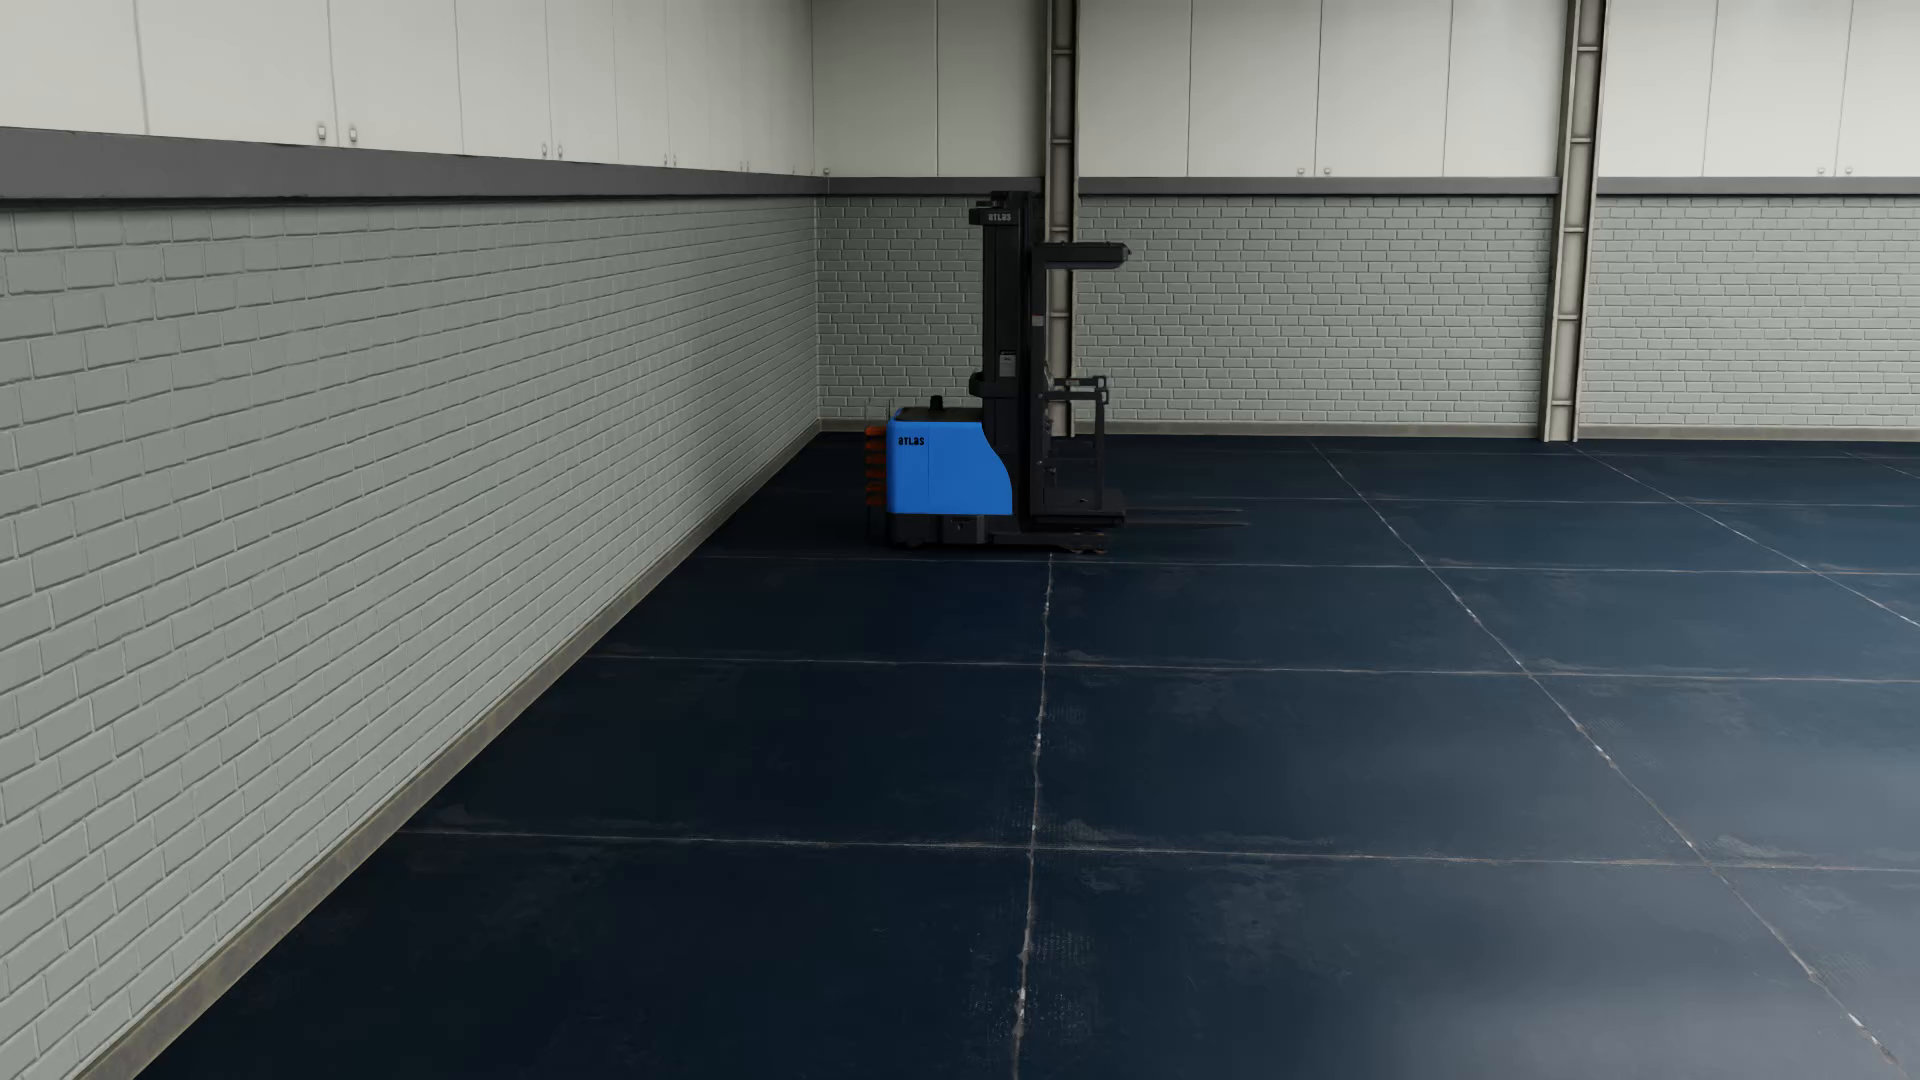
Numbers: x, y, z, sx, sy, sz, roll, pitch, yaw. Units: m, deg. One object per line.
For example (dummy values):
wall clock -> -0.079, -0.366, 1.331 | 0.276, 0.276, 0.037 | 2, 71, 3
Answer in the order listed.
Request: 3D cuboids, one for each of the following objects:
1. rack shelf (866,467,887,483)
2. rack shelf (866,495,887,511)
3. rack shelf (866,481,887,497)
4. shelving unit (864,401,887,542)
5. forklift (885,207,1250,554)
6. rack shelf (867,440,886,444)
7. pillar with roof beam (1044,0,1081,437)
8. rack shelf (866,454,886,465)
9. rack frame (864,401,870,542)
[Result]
rack shelf -> -0.700, -0.553, 14.199 | 0.180, 0.103, 0.258 | 1, 12, 4
rack shelf -> -0.700, -0.318, 14.248 | 0.180, 0.103, 0.258 | 1, 12, 4
rack shelf -> -0.700, -0.436, 14.224 | 0.180, 0.103, 0.258 | 1, 12, 4
shelving unit -> -0.702, -0.597, 14.190 | 0.184, 1.200, 0.258 | 1, 12, 4
forklift -> 0.915, -1.369, 13.984 | 3.031, 2.797, 1.129 | 1, 12, 4
rack shelf -> -0.700, -0.815, 14.144 | 0.171, 0.034, 0.221 | 1, 12, 4
pillar with roof beam -> 0.924, -4.817, 15.317 | 0.400, 9.000, 9.100 | 1, 12, 4
rack shelf -> -0.700, -0.671, 14.174 | 0.180, 0.103, 0.258 | 1, 12, 4
rack frame -> -0.791, -0.598, 14.196 | 0.006, 1.200, 0.240 | 1, 12, 4
